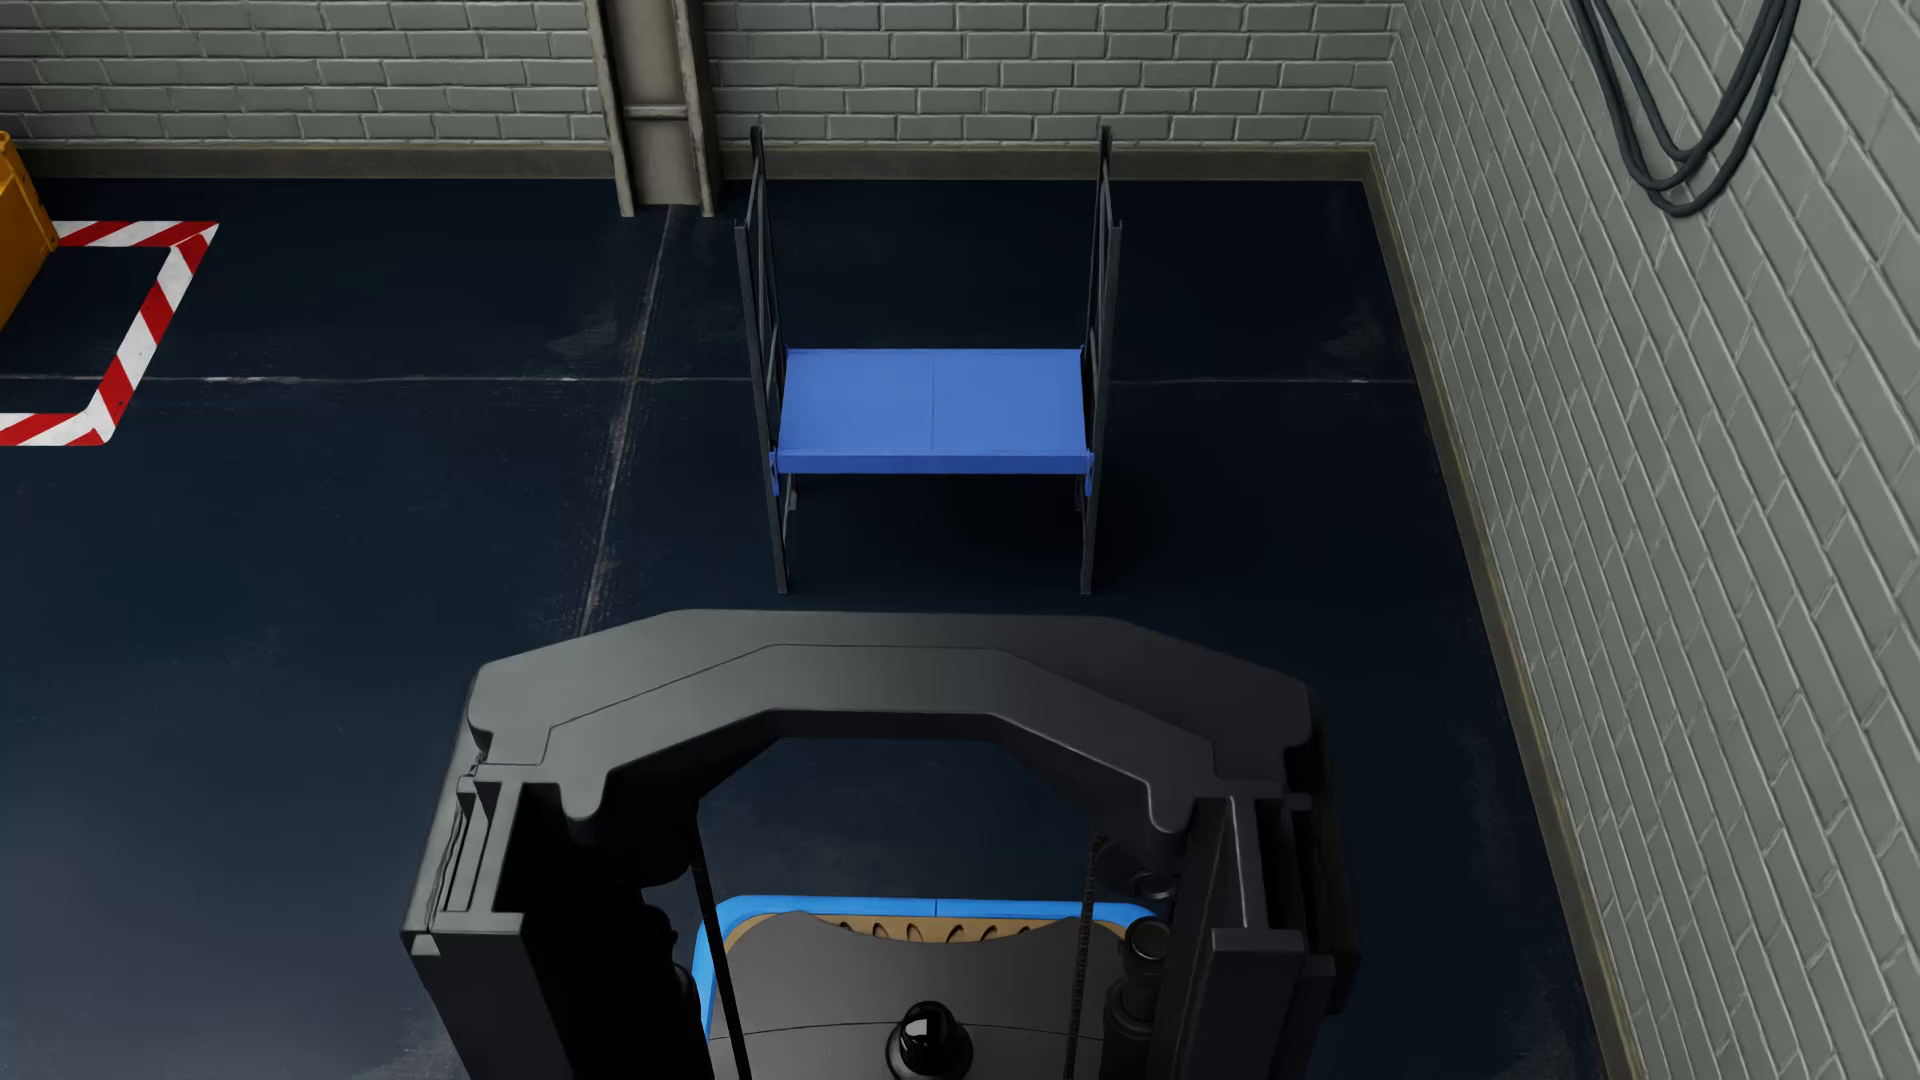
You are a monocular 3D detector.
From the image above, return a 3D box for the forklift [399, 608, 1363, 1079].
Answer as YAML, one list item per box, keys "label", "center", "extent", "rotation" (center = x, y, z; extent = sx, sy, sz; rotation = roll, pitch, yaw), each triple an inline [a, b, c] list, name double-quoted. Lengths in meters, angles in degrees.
- label: "forklift"
  center: [-0.089, 1.586, 2.272]
  extent: [1.130, 2.935, 3.031]
  rotation: [1, 47, 1]

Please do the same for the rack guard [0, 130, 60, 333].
- label: "rack guard"
  center: [-3.911, -1.022, 6.359]
  extent: [0.348, 0.500, 1.175]
  rotation: [0, 47, 0]

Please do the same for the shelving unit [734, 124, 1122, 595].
- label: "shelving unit"
  center: [-0.085, -0.511, 5.201]
  extent: [1.048, 1.500, 0.538]
  rotation: [0, 47, 0]

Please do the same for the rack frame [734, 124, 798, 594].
- label: "rack frame"
  center: [-0.594, -0.513, 5.203]
  extent: [0.032, 1.500, 0.500]
  rotation: [0, 47, 0]

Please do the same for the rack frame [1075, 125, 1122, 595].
- label: "rack frame"
  center: [0.423, -0.510, 5.200]
  extent: [0.032, 1.500, 0.500]
  rotation: [0, 47, 0]

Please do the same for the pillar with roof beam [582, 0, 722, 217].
- label: "pillar with roof beam"
  center: [-1.247, -1.392, 0.898]
  extent: [0.400, 9.000, 9.100]
  rotation: [0, 47, 0]

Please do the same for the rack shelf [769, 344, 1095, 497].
- label: "rack shelf"
  center: [-0.085, -0.389, 5.333]
  extent: [1.000, 0.185, 0.538]
  rotation: [0, 47, 0]

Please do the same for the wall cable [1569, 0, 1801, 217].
- label: "wall cable"
  center: [1.720, -2.582, 4.127]
  extent: [0.112, 2.526, 3.097]
  rotation: [0, 47, 0]
